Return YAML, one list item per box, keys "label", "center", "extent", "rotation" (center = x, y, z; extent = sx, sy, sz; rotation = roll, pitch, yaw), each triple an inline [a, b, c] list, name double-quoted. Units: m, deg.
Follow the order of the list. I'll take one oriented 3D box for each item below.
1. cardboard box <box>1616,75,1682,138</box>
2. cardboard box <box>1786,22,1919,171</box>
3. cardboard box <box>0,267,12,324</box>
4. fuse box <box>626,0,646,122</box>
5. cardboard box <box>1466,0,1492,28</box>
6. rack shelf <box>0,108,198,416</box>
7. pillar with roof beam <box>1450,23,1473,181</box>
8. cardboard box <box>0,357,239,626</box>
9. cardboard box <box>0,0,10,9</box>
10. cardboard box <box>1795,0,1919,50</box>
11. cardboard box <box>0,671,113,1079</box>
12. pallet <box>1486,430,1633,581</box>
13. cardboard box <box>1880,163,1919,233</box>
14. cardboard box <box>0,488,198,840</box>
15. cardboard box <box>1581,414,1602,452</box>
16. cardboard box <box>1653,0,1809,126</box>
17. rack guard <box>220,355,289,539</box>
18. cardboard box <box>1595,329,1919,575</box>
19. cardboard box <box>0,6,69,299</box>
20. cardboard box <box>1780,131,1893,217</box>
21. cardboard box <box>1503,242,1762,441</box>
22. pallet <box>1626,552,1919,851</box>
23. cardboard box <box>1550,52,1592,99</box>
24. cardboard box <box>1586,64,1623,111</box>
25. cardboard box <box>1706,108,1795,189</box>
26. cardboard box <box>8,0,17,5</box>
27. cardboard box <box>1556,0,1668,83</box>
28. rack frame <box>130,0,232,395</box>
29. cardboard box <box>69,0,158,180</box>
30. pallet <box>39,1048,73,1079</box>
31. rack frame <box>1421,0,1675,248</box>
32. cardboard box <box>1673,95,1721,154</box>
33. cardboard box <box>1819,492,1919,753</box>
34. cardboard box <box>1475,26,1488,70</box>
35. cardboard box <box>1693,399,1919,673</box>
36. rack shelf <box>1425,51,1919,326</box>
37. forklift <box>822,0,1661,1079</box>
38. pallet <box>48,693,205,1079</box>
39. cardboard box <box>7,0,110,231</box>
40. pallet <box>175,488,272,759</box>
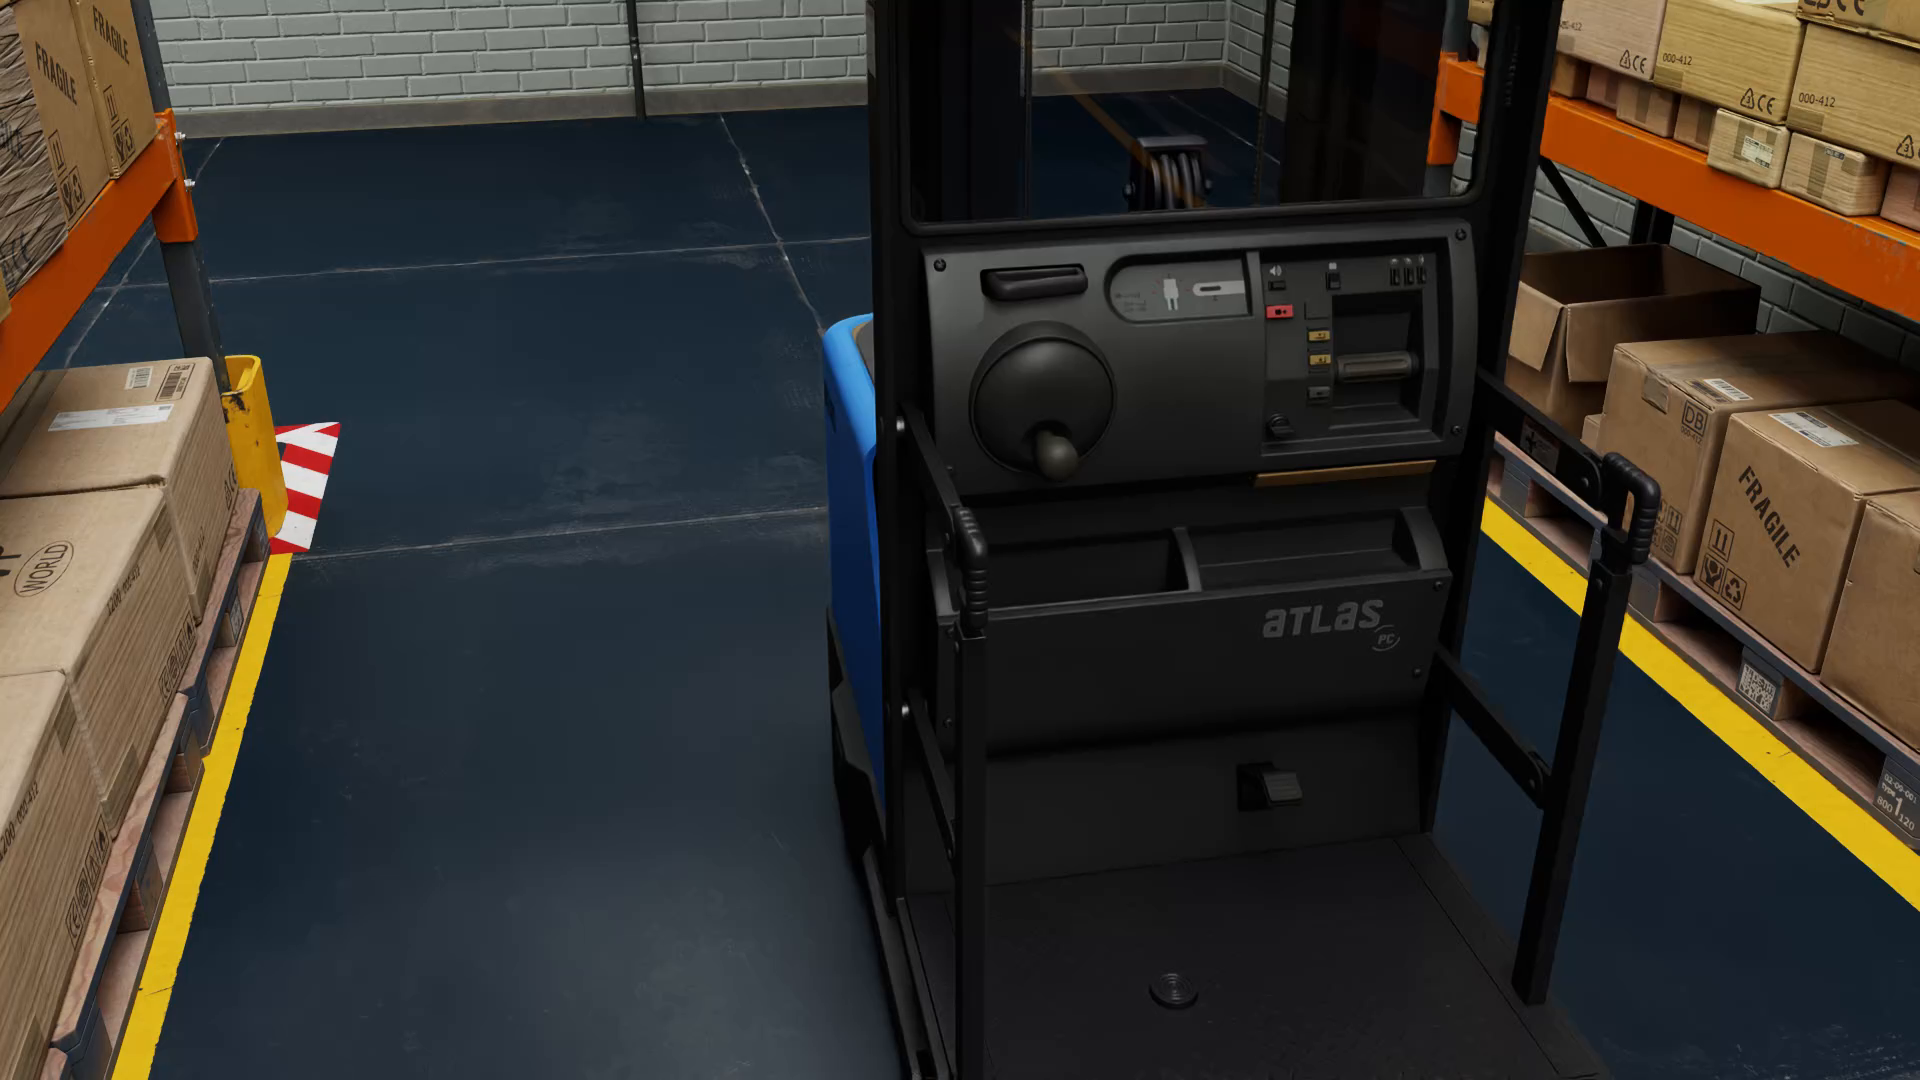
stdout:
- label: "cardboard box"
  center: [2.077, -1.229, 4.636]
  extent: [0.380, 0.149, 0.250]
  rotation: [-5, 27, -10]
- label: "cardboard box"
  center: [2.285, -1.023, 3.785]
  extent: [0.500, 0.250, 0.500]
  rotation: [-7, 28, -13]
- label: "cardboard box"
  center: [-2.038, -0.532, 2.864]
  extent: [0.500, 0.500, 0.500]
  rotation: [-5, 27, -10]
- label: "fuse box"
  center: [-1.972, -3.391, 10.070]
  extent: [0.539, 1.711, 0.414]
  rotation: [-6, 27, -12]
- label: "cardboard box"
  center: [1.917, -1.689, 5.104]
  extent: [0.500, 0.250, 0.500]
  rotation: [-6, 27, -11]
- label: "rack shelf"
  center: [-2.307, -0.145, 3.007]
  extent: [1.077, 0.370, 4.000]
  rotation: [-6, 27, -12]
- label: "pillar with roof beam"
  center: [-1.846, -5.366, 5.894]
  extent: [9.100, 9.000, 0.400]
  rotation: [-6, 27, -12]
- label: "cardboard box"
  center: [-2.511, -0.108, 4.513]
  extent: [0.875, 0.438, 0.875]
  rotation: [-7, 28, -13]
- label: "cardboard box"
  center: [-2.162, -1.204, 3.085]
  extent: [0.500, 0.500, 0.500]
  rotation: [-6, 27, -12]
- label: "cardboard box"
  center: [2.256, -1.365, 3.630]
  extent: [0.500, 0.500, 0.500]
  rotation: [-5, 27, -10]
- label: "cardboard box"
  center: [-2.095, 0.689, 2.934]
  extent: [0.875, 0.438, 0.875]
  rotation: [-7, 28, -13]
- label: "pallet"
  center: [2.275, -0.221, 5.455]
  extent: [1.003, 0.211, 1.213]
  rotation: [-6, 27, -12]
- label: "cardboard box"
  center: [2.331, -0.775, 3.736]
  extent: [0.380, 0.149, 0.250]
  rotation: [-6, 27, -12]
- label: "cardboard box"
  center: [-2.297, 0.293, 3.718]
  extent: [0.875, 0.438, 0.875]
  rotation: [-5, 27, -10]
- label: "cardboard box"
  center: [2.181, -0.296, 5.205]
  extent: [0.380, 0.149, 0.250]
  rotation: [-7, 28, -14]
- label: "cardboard box"
  center: [2.149, -1.246, 4.225]
  extent: [0.500, 0.250, 0.500]
  rotation: [-6, 27, -13]
- label: "rack guard"
  center: [-2.763, -0.239, 5.168]
  extent: [1.175, 0.500, 0.348]
  rotation: [-6, 27, -12]
- label: "cardboard box"
  center: [2.278, -0.264, 4.752]
  extent: [0.700, 0.500, 0.500]
  rotation: [-5, 27, -9]
- label: "cardboard box"
  center: [-2.167, -0.757, 3.310]
  extent: [0.500, 0.500, 0.500]
  rotation: [-5, 27, -10]
- label: "cardboard box"
  center: [2.205, -0.881, 3.946]
  extent: [0.380, 0.149, 0.250]
  rotation: [-5, 27, -10]
- label: "cardboard box"
  center: [2.123, -0.645, 5.503]
  extent: [0.797, 0.503, 0.637]
  rotation: [-7, 28, -14]
- label: "pallet"
  center: [2.547, 0.313, 4.396]
  extent: [1.003, 0.211, 1.213]
  rotation: [-6, 27, -12]
- label: "cardboard box"
  center: [1.987, -1.458, 5.089]
  extent: [0.380, 0.149, 0.250]
  rotation: [-5, 27, -10]
- label: "cardboard box"
  center: [2.080, -1.347, 4.868]
  extent: [0.380, 0.149, 0.250]
  rotation: [-6, 27, -12]
- label: "cardboard box"
  center: [2.126, -0.995, 4.171]
  extent: [0.380, 0.149, 0.250]
  rotation: [-7, 28, -13]
- label: "cardboard box"
  center: [-2.271, -1.421, 3.516]
  extent: [0.500, 0.500, 0.500]
  rotation: [-6, 27, -11]
- label: "cardboard box"
  center: [2.031, -1.468, 4.665]
  extent: [0.500, 0.250, 0.500]
  rotation: [-6, 27, -11]
- label: "rack frame"
  center: [-2.758, -1.344, 4.584]
  extent: [1.000, 3.000, 0.127]
  rotation: [-6, 27, -12]
- label: "cardboard box"
  center: [-2.391, -1.204, 4.195]
  extent: [0.500, 0.500, 0.500]
  rotation: [-6, 27, -11]
- label: "pallet"
  center: [-1.951, 1.315, 2.410]
  extent: [1.003, 0.211, 1.213]
  rotation: [-6, 27, -12]
- label: "rack frame"
  center: [2.077, -1.850, 5.586]
  extent: [1.000, 3.000, 0.127]
  rotation: [-6, 27, -12]
- label: "cardboard box"
  center: [2.142, -1.113, 4.406]
  extent: [0.380, 0.149, 0.250]
  rotation: [-6, 27, -11]
- label: "cardboard box"
  center: [2.512, 0.192, 3.849]
  extent: [0.700, 0.500, 0.500]
  rotation: [-7, 28, -14]
- label: "cardboard box"
  center: [1.884, -1.565, 5.301]
  extent: [0.380, 0.149, 0.250]
  rotation: [-6, 27, -12]
- label: "cardboard box"
  center: [2.299, -0.022, 4.272]
  extent: [0.500, 0.500, 0.500]
  rotation: [-5, 27, -11]
- label: "rack shelf"
  center: [2.528, -0.651, 4.008]
  extent: [1.077, 0.370, 4.000]
  rotation: [-6, 27, -12]
- label: "forklift"
  center: [0.448, -0.272, 2.536]
  extent: [1.130, 2.935, 3.031]
  rotation: [-5, 27, -10]
- label: "pallet"
  center: [-2.230, 0.778, 3.474]
  extent: [1.003, 0.211, 1.213]
  rotation: [-6, 27, -12]
- label: "cardboard box"
  center: [-2.293, -0.982, 3.756]
  extent: [0.500, 0.500, 0.500]
  rotation: [-7, 28, -13]
- label: "pallet"
  center: [-2.501, 0.244, 4.533]
  extent: [1.003, 0.211, 1.213]
  rotation: [-6, 27, -12]
